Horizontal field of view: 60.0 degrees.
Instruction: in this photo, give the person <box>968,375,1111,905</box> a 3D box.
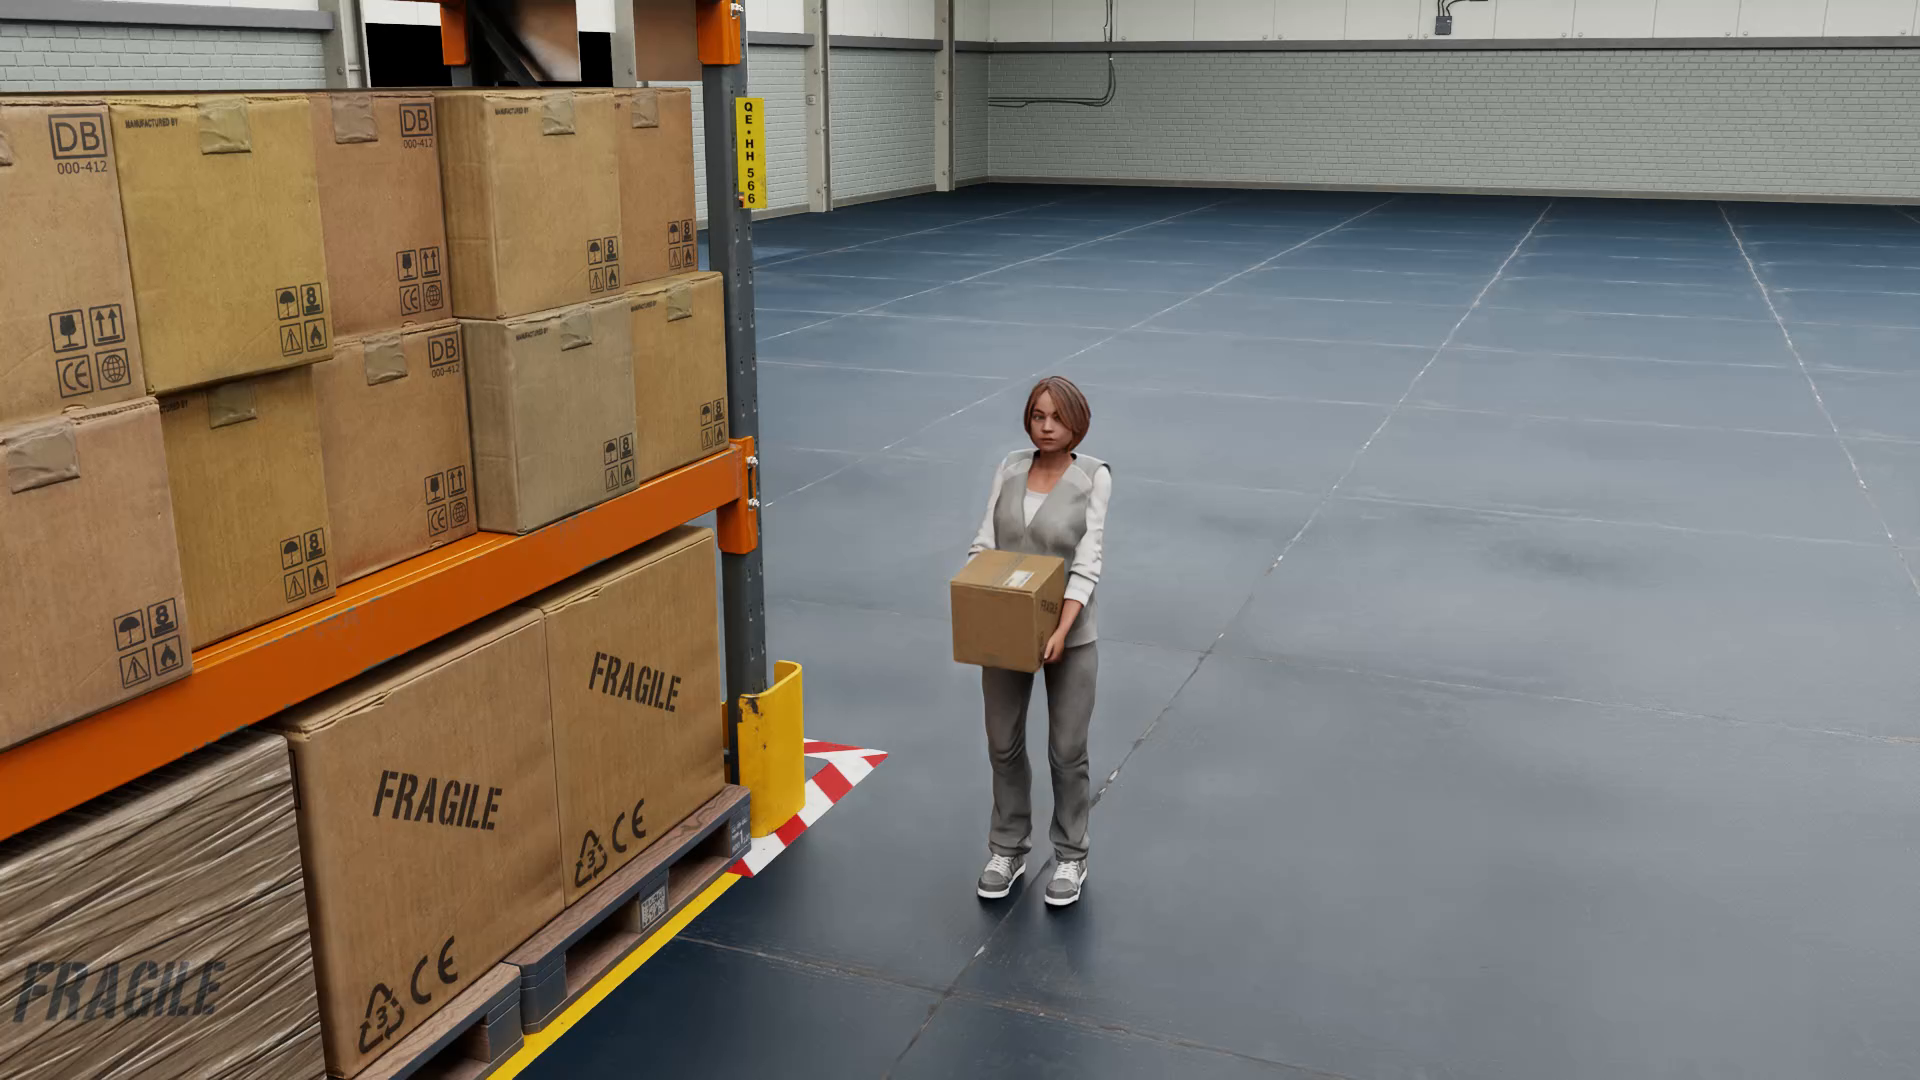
[{"bbox_3d":[0.212,0.321,4.913,0.404,1.591,0.490,6,17,22],"label":"person"}]
